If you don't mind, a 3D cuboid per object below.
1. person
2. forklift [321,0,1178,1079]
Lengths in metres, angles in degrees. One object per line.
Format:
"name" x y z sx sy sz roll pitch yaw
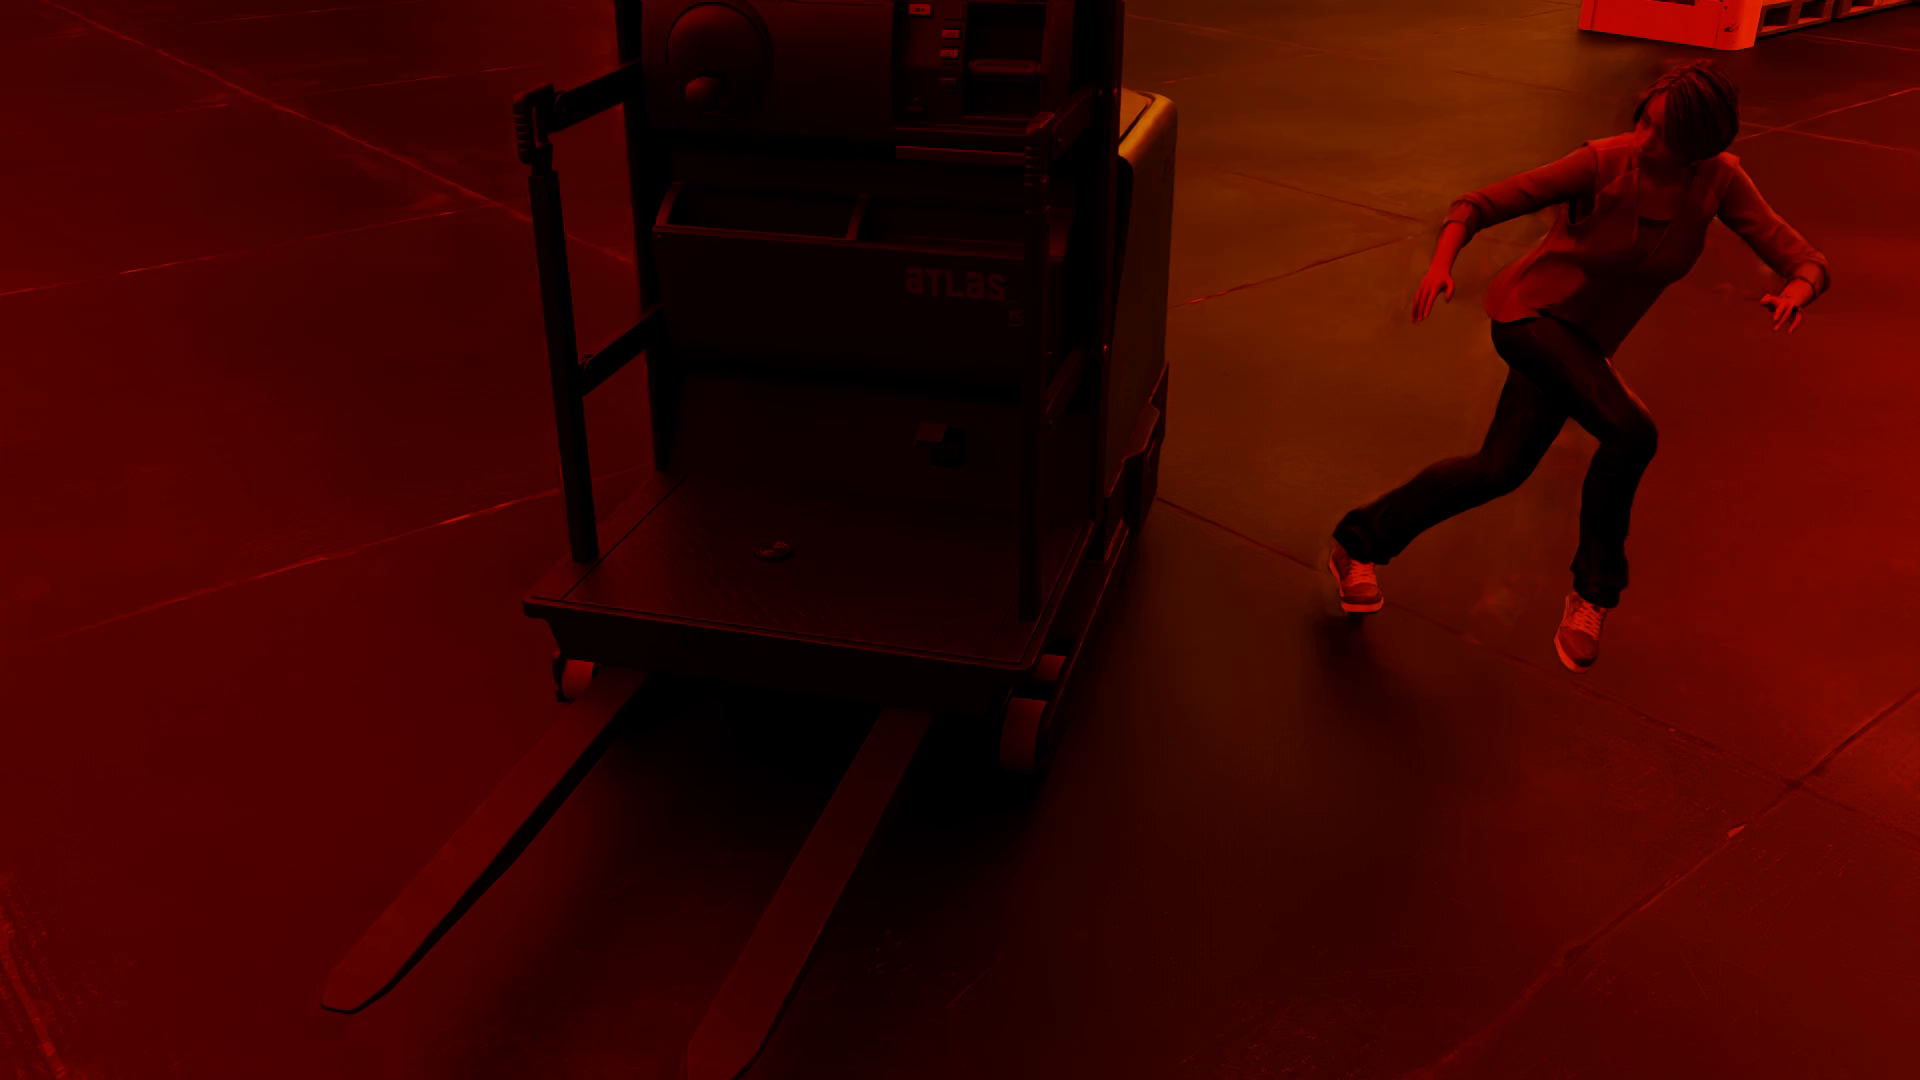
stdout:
"person" 1.372 -0.377 3.706 0.846 1.354 0.869 -9 28 -17
"forklift" -0.268 -1.008 3.235 1.130 2.935 3.031 7 27 14
